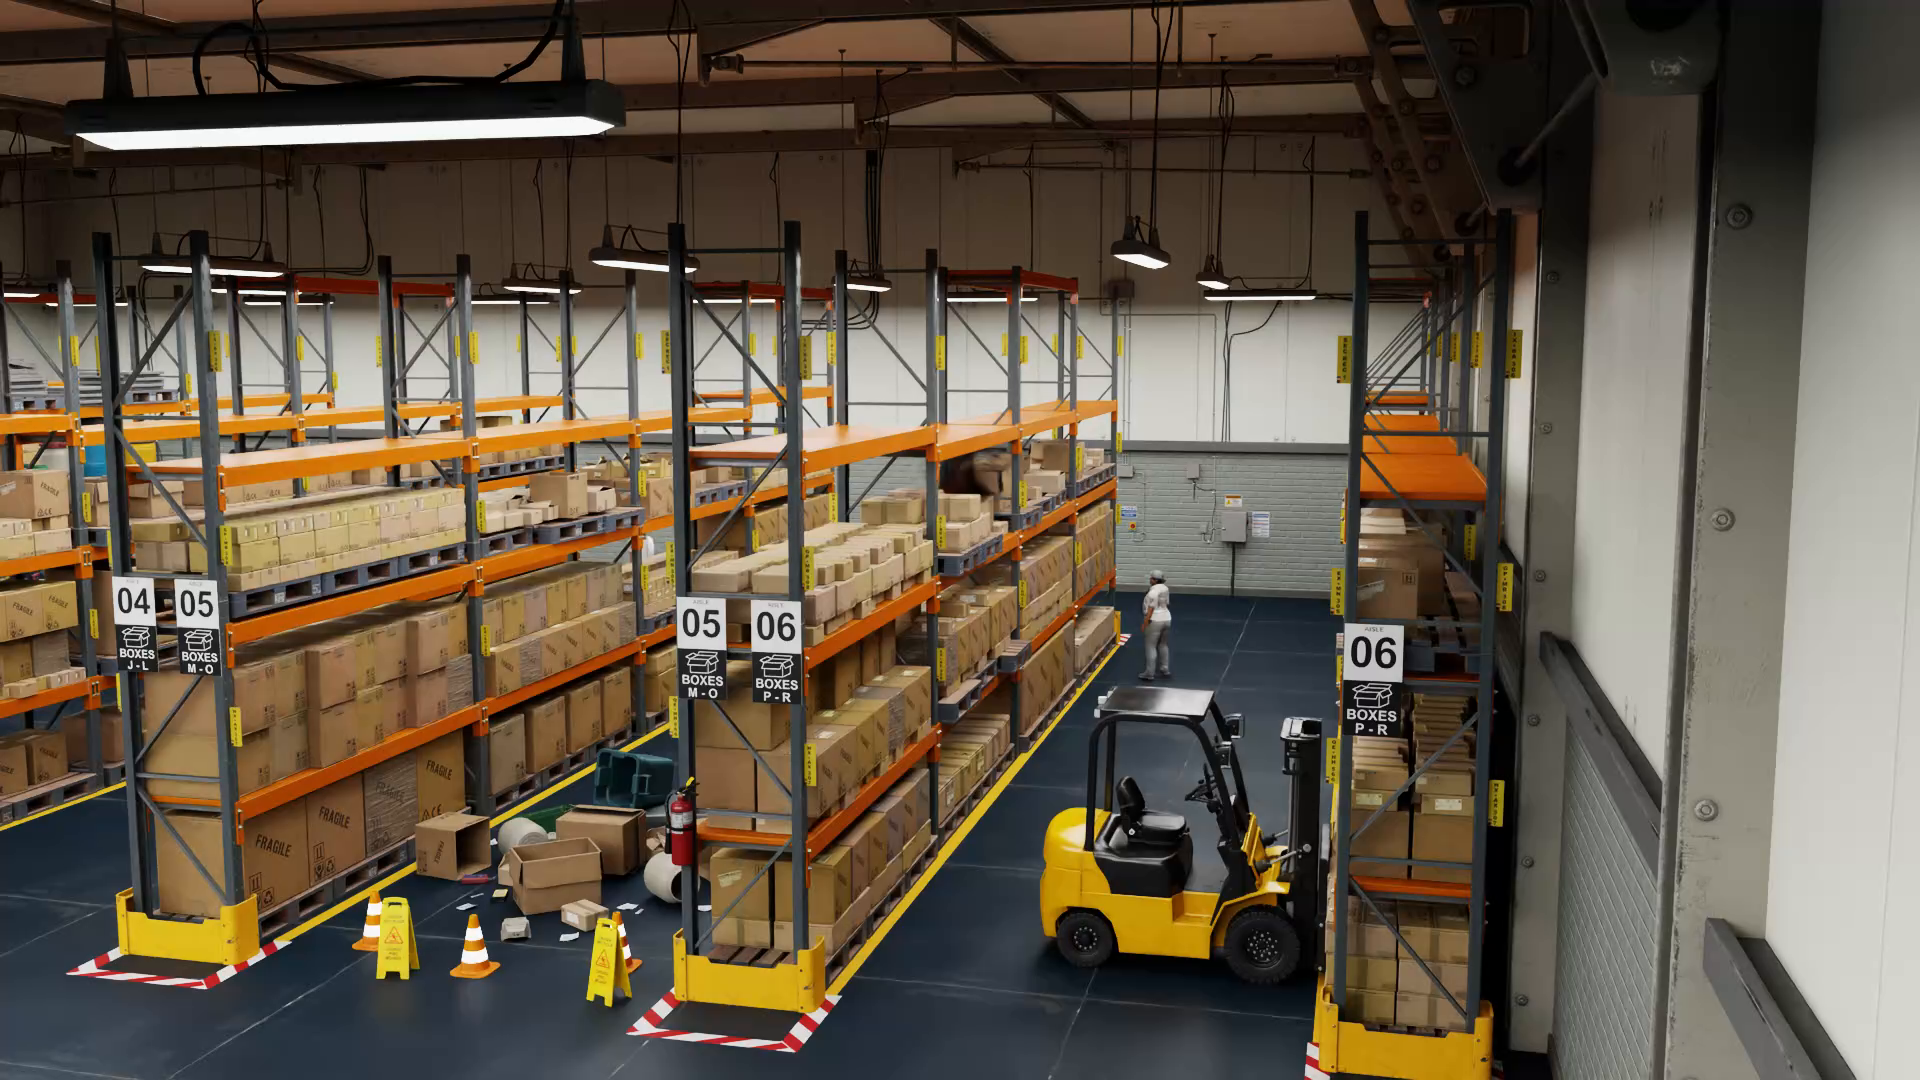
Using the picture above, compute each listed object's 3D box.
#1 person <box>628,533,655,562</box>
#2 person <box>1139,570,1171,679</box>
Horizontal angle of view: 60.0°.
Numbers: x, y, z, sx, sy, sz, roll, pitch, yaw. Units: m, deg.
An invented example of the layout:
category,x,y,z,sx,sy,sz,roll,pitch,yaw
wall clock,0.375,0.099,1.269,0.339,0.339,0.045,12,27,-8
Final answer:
category,x,y,z,sx,sy,sz,roll,pitch,yaw
person,-5.884,0.521,30.883,0.601,1.750,0.754,-7,10,-44
person,2.987,1.282,25.245,0.418,1.688,0.575,5,9,35
